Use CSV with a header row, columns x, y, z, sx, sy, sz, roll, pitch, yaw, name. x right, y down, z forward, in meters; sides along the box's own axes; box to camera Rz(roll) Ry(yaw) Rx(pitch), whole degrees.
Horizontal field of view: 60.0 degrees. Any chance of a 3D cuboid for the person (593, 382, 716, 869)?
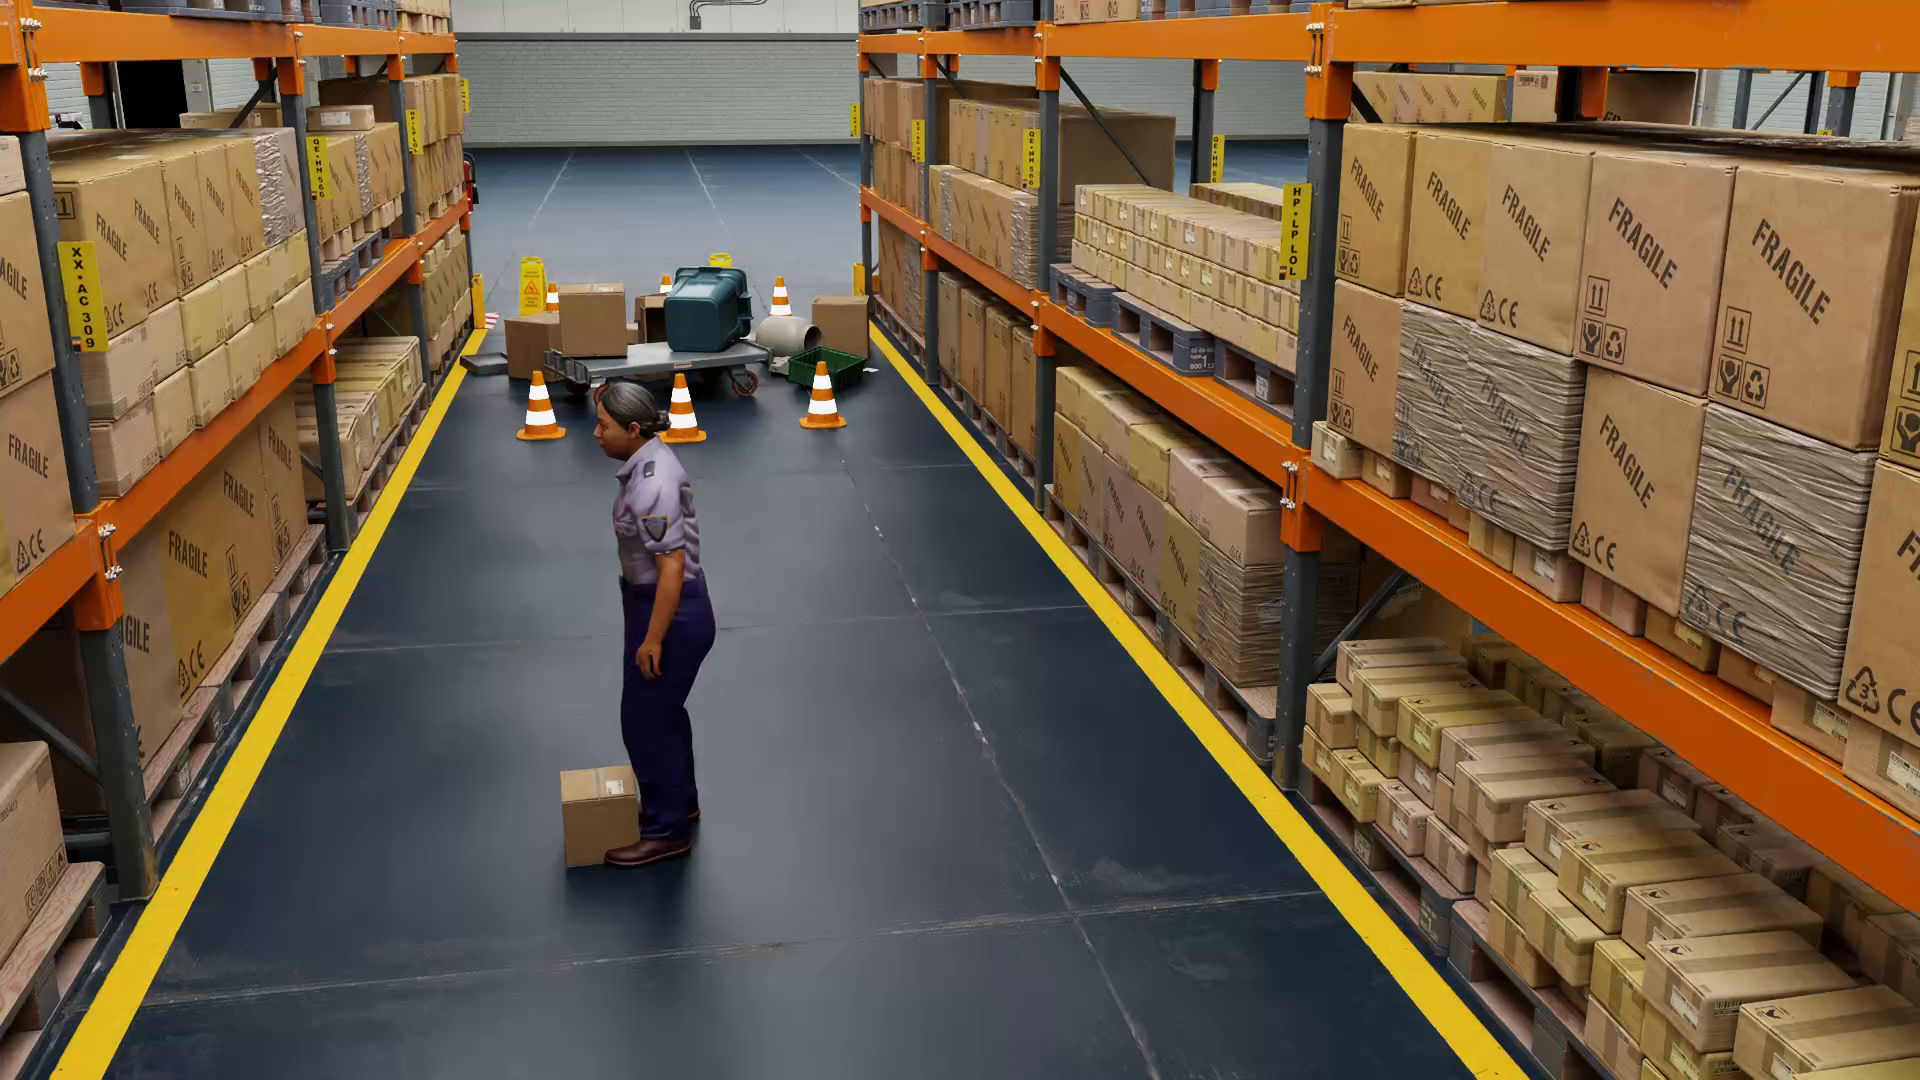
x,y,z,sx,sy,sz,roll,pitch,yaw,name
-1.046,0.273,5.628,0.418,1.653,0.562,-4,17,-13,person
